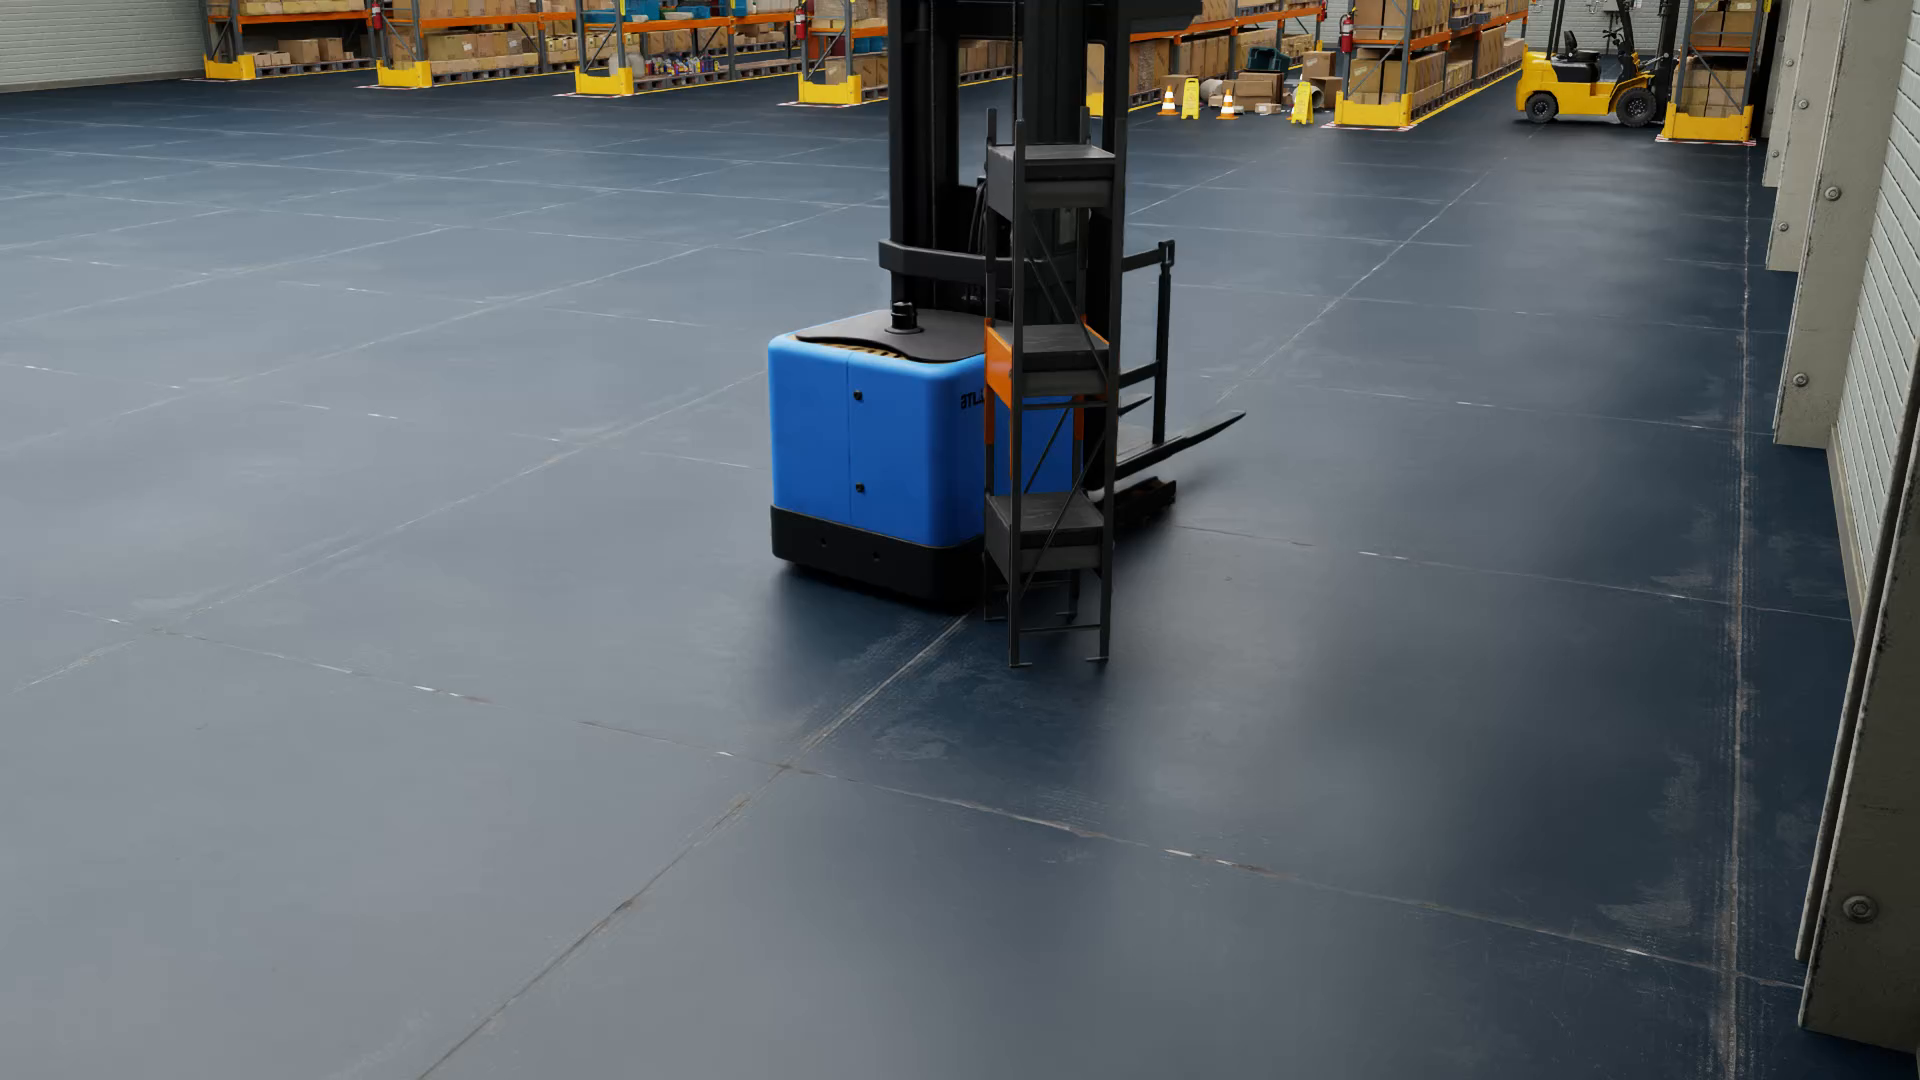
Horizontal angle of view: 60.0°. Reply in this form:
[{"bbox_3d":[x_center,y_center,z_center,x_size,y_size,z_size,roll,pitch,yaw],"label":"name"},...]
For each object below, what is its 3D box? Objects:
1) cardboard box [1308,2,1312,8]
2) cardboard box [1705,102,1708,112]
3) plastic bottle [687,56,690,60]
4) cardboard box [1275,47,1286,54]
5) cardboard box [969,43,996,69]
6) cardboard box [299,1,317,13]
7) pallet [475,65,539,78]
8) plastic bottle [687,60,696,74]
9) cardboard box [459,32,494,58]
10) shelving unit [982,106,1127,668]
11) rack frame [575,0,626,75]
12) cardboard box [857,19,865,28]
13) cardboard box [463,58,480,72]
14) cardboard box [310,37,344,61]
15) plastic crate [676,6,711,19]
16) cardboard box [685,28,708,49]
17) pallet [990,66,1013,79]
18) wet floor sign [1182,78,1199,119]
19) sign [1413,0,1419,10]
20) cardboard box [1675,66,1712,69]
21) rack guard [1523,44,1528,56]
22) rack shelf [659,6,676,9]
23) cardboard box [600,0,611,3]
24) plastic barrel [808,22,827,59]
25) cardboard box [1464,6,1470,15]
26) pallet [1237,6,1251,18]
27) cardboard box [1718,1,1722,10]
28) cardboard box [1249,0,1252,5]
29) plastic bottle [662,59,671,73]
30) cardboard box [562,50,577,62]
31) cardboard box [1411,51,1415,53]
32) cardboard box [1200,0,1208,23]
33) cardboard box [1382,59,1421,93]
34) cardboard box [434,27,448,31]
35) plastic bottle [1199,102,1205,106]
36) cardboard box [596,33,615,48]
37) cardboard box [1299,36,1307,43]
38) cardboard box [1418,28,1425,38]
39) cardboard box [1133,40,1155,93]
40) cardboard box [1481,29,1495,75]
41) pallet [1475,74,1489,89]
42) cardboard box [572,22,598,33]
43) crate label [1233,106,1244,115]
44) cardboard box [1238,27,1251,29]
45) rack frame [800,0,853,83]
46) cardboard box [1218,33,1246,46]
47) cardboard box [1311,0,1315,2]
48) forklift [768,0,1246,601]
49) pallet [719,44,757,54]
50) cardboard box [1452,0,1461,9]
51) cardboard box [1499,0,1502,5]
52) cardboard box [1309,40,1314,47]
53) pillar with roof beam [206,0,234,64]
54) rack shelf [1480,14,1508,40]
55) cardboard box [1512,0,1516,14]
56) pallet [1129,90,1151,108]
[{"bbox_3d":[8.427,-13.151,40.847,0.380,0.149,0.250,9,22,24],"label":"cardboard box"},{"bbox_3d":[11.263,-6.660,25.695,0.500,0.250,0.500,9,21,23],"label":"cardboard box"},{"bbox_3d":[-5.836,-10.246,35.719,0.097,0.271,0.097,0,20,0],"label":"plastic bottle"},{"bbox_3d":[7.413,-11.478,38.951,0.380,0.149,0.250,10,22,25],"label":"cardboard box"},{"bbox_3d":[0.379,-10.556,36.247,0.700,0.500,0.500,7,21,18],"label":"cardboard box"},{"bbox_3d":[-14.870,-12.013,37.464,0.500,0.250,0.500,9,21,23],"label":"cardboard box"},{"bbox_3d":[-10.187,-10.491,37.154,1.003,0.211,1.213,9,21,23],"label":"pallet"},{"bbox_3d":[-5.587,-9.843,34.577,0.152,0.276,0.135,9,21,24],"label":"plastic bottle"},{"bbox_3d":[-10.422,-10.667,35.844,0.500,0.500,0.500,9,21,23],"label":"cardboard box"},{"bbox_3d":[0.347,-0.580,6.466,0.431,2.100,0.503,-4,20,-10],"label":"shelving unit"},{"bbox_3d":[-6.944,-10.139,32.002,1.000,3.000,0.127,9,21,23],"label":"rack frame"},{"bbox_3d":[-1.971,-9.469,30.493,0.380,0.149,0.250,9,21,23],"label":"cardboard box"},{"bbox_3d":[-10.632,-10.162,35.542,0.500,0.250,0.500,9,21,23],"label":"cardboard box"},{"bbox_3d":[-14.732,-11.428,38.700,0.500,0.500,0.500,7,21,19],"label":"cardboard box"},{"bbox_3d":[-5.511,-10.916,34.409,0.499,0.251,0.616,9,21,23],"label":"plastic crate"},{"bbox_3d":[-6.904,-13.024,43.189,0.500,0.500,0.500,9,21,23],"label":"cardboard box"},{"bbox_3d":[0.530,-10.352,36.764,1.003,0.211,1.213,9,21,23],"label":"pallet"},{"bbox_3d":[3.853,-7.358,27.696,0.267,0.644,0.232,5,20,13],"label":"wet floor sign"},{"bbox_3d":[7.111,-8.433,25.913,0.100,0.325,0.005,9,21,23],"label":"sign"},{"bbox_3d":[11.254,-7.134,25.536,0.500,0.250,0.500,9,21,24],"label":"cardboard box"},{"bbox_3d":[13.178,-11.820,40.460,1.175,0.500,0.348,9,21,23],"label":"rack guard"},{"bbox_3d":[-7.366,-13.538,42.632,1.077,0.370,4.000,9,21,23],"label":"rack shelf"},{"bbox_3d":[-8.728,-12.977,40.114,0.500,0.311,0.500,8,21,22],"label":"cardboard box"},{"bbox_3d":[-3.483,-11.912,39.599,0.600,0.830,0.708,9,21,23],"label":"plastic barrel"},{"bbox_3d":[9.328,-9.922,31.140,0.380,0.149,0.250,9,22,25],"label":"cardboard box"},{"bbox_3d":[5.529,-11.336,35.653,1.213,0.211,1.003,9,21,23],"label":"pallet"},{"bbox_3d":[11.272,-8.070,25.067,0.380,0.149,0.250,9,21,24],"label":"cardboard box"},{"bbox_3d":[6.138,-11.711,36.170,0.380,0.149,0.250,9,22,24],"label":"cardboard box"},{"bbox_3d":[-6.121,-9.896,34.726,0.152,0.276,0.135,9,21,23],"label":"plastic bottle"},{"bbox_3d":[-9.221,-11.190,38.435,0.500,0.250,0.500,9,22,24],"label":"cardboard box"},{"bbox_3d":[7.766,-8.435,29.567,0.500,0.500,0.500,10,22,25],"label":"cardboard box"},{"bbox_3d":[4.571,-10.449,32.723,0.500,0.500,0.500,8,21,22],"label":"cardboard box"},{"bbox_3d":[7.208,-7.571,27.139,0.500,0.500,0.500,8,21,21],"label":"cardboard box"},{"bbox_3d":[-13.244,-12.934,41.815,0.500,0.250,0.500,9,21,24],"label":"cardboard box"},{"bbox_3d":[4.258,-7.841,29.924,0.283,0.061,0.133,1,20,4],"label":"plastic bottle"},{"bbox_3d":[-8.591,-11.924,39.662,0.500,0.311,0.500,8,21,22],"label":"cardboard box"},{"bbox_3d":[8.257,-12.252,40.682,0.380,0.149,0.250,9,22,25],"label":"cardboard box"},{"bbox_3d":[7.363,-8.277,27.141,0.380,0.149,0.250,9,21,24],"label":"cardboard box"},{"bbox_3d":[3.010,-8.709,30.524,0.875,0.875,0.875,9,21,23],"label":"cardboard box"},{"bbox_3d":[10.620,-10.214,34.756,0.875,0.875,0.875,9,21,23],"label":"cardboard box"},{"bbox_3d":[10.284,-9.462,34.260,1.003,0.211,1.213,9,21,23],"label":"pallet"},{"bbox_3d":[-10.668,-14.401,47.091,0.700,0.500,0.500,9,21,23],"label":"cardboard box"},{"bbox_3d":[4.729,-7.357,28.450,0.250,0.136,0.298,-2,20,-5],"label":"crate label"},{"bbox_3d":[6.429,-11.600,38.095,0.500,0.250,0.500,8,21,20],"label":"cardboard box"},{"bbox_3d":[-2.425,-9.459,30.091,1.000,3.000,0.127,9,21,23],"label":"rack frame"},{"bbox_3d":[5.838,-10.745,35.689,0.500,0.250,0.500,8,21,20],"label":"cardboard box"},{"bbox_3d":[8.446,-13.497,40.851,0.500,0.500,0.500,8,21,22],"label":"cardboard box"},{"bbox_3d":[0.430,-1.551,7.956,1.130,2.935,3.031,14,24,34],"label":"forklift"},{"bbox_3d":[-6.265,-13.384,45.288,1.003,0.211,1.213,9,21,23],"label":"pallet"},{"bbox_3d":[8.708,-9.812,29.861,0.500,0.500,0.500,9,22,24],"label":"cardboard box"},{"bbox_3d":[11.167,-11.452,35.171,0.500,0.250,0.500,9,22,24],"label":"cardboard box"},{"bbox_3d":[8.655,-12.433,41.637,0.380,0.149,0.250,8,21,21],"label":"cardboard box"},{"bbox_3d":[-12.557,-14.067,34.093,9.100,9.000,0.400,9,21,23],"label":"pillar with roof beam"},{"bbox_3d":[10.711,-10.818,34.984,1.077,0.370,4.000,9,21,23],"label":"rack shelf"},{"bbox_3d":[12.171,-12.076,37.299,0.500,0.500,0.500,9,21,23],"label":"cardboard box"},{"bbox_3d":[2.816,-8.061,30.320,1.003,0.211,1.213,9,21,23],"label":"pallet"}]
